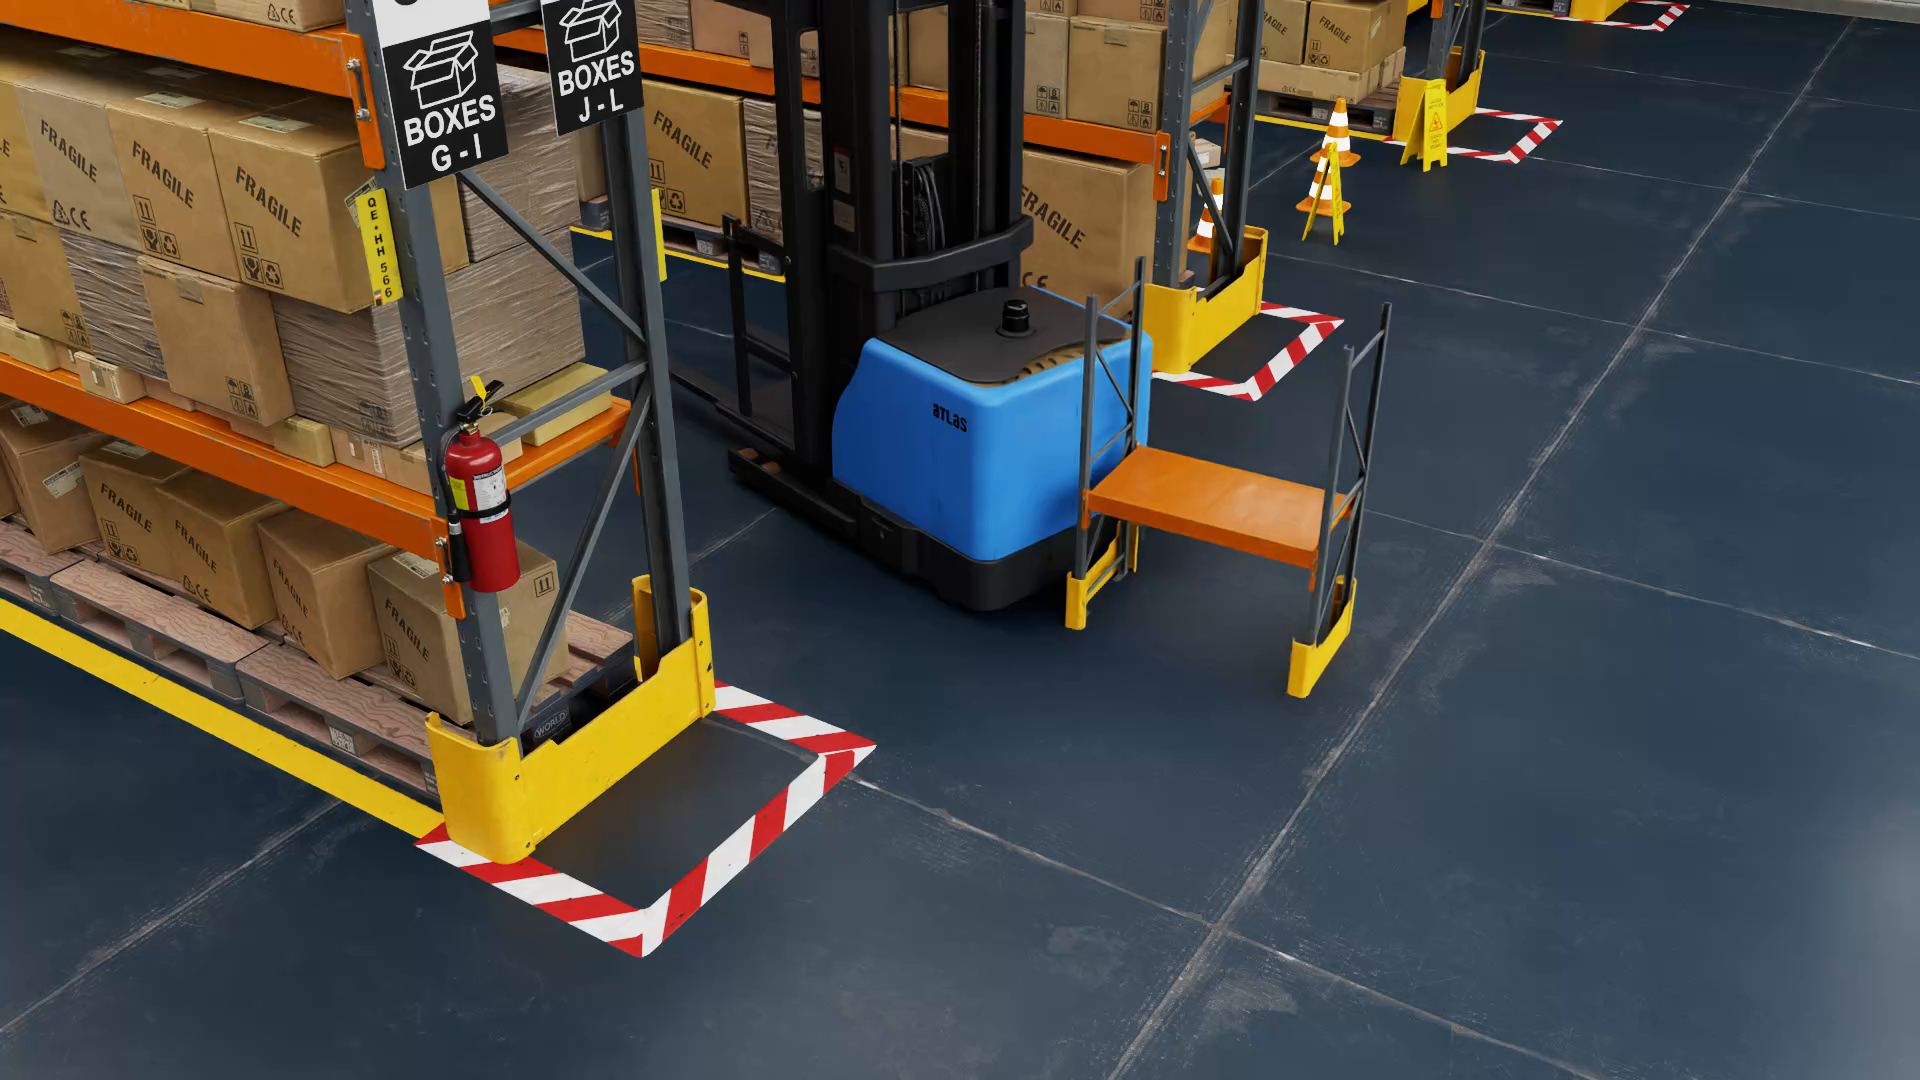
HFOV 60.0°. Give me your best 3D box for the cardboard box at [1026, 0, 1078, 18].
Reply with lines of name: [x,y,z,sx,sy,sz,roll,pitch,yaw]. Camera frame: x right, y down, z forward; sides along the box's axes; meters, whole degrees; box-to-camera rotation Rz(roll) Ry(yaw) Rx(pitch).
cardboard box: [0.575,-3.270,9.158,0.550,0.550,0.875,18,35,27]

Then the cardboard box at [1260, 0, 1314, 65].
cardboard box: [2.668,-4.214,13.564,0.500,0.500,0.500,19,35,29]

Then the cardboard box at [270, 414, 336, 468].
cardboard box: [-2.141,-0.417,5.737,0.250,0.149,0.380,18,35,27]

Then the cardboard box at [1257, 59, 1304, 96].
cardboard box: [2.667,-3.892,13.757,0.500,0.250,0.500,18,35,28]

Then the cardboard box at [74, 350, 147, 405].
cardboard box: [-3.017,-0.662,6.157,0.250,0.149,0.380,18,35,27]

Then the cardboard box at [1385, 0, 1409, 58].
cardboard box: [3.373,-4.312,13.733,0.500,0.500,0.500,16,34,26]

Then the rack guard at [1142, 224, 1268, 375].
rack guard: [1.404,-1.429,9.703,0.348,0.500,1.175,18,35,27]

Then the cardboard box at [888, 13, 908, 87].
cardboard box: [-0.311,-3.125,9.982,0.500,0.550,0.875,18,35,27]

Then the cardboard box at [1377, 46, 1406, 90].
cardboard box: [3.393,-3.982,13.911,0.500,0.250,0.500,17,34,27]

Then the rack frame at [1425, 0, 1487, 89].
rack frame: [3.929,-4.654,12.751,0.127,3.000,1.000,18,35,27]

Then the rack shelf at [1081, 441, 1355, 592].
rack shelf: [1.063,-0.114,6.814,1.000,0.185,0.538,16,34,25]

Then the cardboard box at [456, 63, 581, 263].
cardboard box: [-1.660,-1.292,5.601,0.500,0.500,0.500,18,35,27]

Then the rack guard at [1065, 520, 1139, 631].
rack guard: [0.622,0.144,7.255,0.087,0.250,0.587,16,34,25]

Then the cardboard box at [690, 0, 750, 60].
cardboard box: [-1.208,-3.420,10.486,0.550,0.550,0.875,18,35,27]

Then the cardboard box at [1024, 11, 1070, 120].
cardboard box: [0.567,-2.798,9.420,0.550,0.550,0.875,18,35,27]

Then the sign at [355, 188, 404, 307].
sign: [-1.651,-0.830,4.733,0.005,0.325,0.100,18,35,27]

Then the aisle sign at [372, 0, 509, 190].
aisle sign: [-1.446,-1.403,4.598,0.004,0.787,0.394,18,35,27]

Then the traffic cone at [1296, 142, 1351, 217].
traffic cone: [2.577,-2.558,11.676,0.334,0.463,0.336,18,35,27]

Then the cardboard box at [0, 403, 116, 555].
cardboard box: [-3.920,-0.324,7.392,0.500,0.500,0.500,-23,37,-33]

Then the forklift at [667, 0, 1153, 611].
forklift: [-0.494,-1.628,7.632,1.130,2.935,3.031,-24,38,-34]

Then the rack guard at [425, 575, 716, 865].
rack guard: [-1.404,0.635,6.166,0.348,0.500,1.175,18,35,27]

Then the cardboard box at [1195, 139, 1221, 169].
cardboard box: [1.746,-2.912,12.594,0.380,0.149,0.250,-15,33,-24]

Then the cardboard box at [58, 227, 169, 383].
cardboard box: [-2.678,-0.991,6.077,0.500,0.500,0.875,18,35,27]

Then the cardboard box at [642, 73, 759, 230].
cardboard box: [-1.509,-2.652,11.010,0.875,0.875,0.875,18,35,28]

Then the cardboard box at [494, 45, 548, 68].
cardboard box: [-3.393,-3.184,12.047,0.750,0.750,1.050,18,35,27]

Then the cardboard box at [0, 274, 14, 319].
cardboard box: [-3.497,-1.281,6.575,0.500,0.500,0.875,18,35,27]

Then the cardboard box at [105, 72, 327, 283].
cardboard box: [-2.363,-1.202,5.447,0.500,0.500,0.500,18,35,27]

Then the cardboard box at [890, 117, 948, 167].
cardboard box: [0.027,-2.167,10.179,0.875,0.875,0.875,17,34,27]

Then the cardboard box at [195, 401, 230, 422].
cardboard box: [-2.534,-0.575,6.008,0.250,0.149,0.380,18,35,27]

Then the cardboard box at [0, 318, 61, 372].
cardboard box: [-3.427,-0.806,6.404,0.250,0.149,0.380,18,35,27]

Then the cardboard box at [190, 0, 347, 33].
cardboard box: [-1.883,-1.676,4.819,0.500,0.250,0.500,18,35,28]

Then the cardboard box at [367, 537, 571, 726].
cardboard box: [-1.859,0.299,6.325,0.500,0.500,0.500,25,39,36]

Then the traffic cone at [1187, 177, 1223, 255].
traffic cone: [1.688,-2.167,11.006,0.334,0.463,0.336,18,35,27]

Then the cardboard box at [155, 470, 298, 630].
cardboard box: [-2.904,-0.022,6.875,0.500,0.500,0.500,21,36,32]

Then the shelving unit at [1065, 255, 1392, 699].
shelving unit: [1.055,-0.272,6.727,1.083,1.500,0.587,16,34,25]

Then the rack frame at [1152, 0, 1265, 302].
rack frame: [1.383,-2.515,9.084,0.127,3.000,1.000,18,35,27]

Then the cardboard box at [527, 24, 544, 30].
cardboard box: [-2.589,-3.655,10.939,0.500,0.500,0.500,17,34,27]

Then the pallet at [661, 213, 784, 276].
pallet: [-1.402,-2.145,11.217,1.213,0.211,1.003,18,35,27]

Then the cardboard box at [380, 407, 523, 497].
cardboard box: [-1.690,-0.305,5.545,0.250,0.149,0.380,18,35,27]

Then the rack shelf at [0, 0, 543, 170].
rack shelf: [-3.033,-1.946,5.845,4.000,0.370,1.077,18,35,27]

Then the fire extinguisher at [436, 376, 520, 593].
fire extinguisher: [-1.487,-0.164,5.131,0.183,0.674,0.296,18,35,27]

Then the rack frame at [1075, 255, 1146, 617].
rack frame: [0.621,-0.396,6.940,0.032,1.500,0.500,16,34,25]

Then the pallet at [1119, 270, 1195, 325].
pallet: [0.664,-1.491,10.096,1.213,0.211,1.003,18,35,27]

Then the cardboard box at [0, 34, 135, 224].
cardboard box: [-3.204,-1.474,5.914,0.500,0.500,0.500,18,35,27]

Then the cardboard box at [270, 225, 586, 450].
cardboard box: [-1.790,-0.756,5.674,0.500,0.500,0.875,18,35,27]

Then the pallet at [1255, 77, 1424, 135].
pallet: [3.196,-3.703,13.888,1.213,0.211,1.003,18,35,27]

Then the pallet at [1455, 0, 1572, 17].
pallet: [5.895,-5.756,17.408,1.213,0.211,1.003,18,35,27]

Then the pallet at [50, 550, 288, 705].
pallet: [-3.102,0.199,7.199,1.213,0.211,1.003,18,35,27]

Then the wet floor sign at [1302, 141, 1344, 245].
wet floor sign: [2.460,-2.335,11.112,0.232,0.644,0.267,12,32,19]

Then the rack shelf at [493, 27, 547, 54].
rack shelf: [-3.699,-3.811,12.020,4.000,0.370,1.077,18,35,27]
